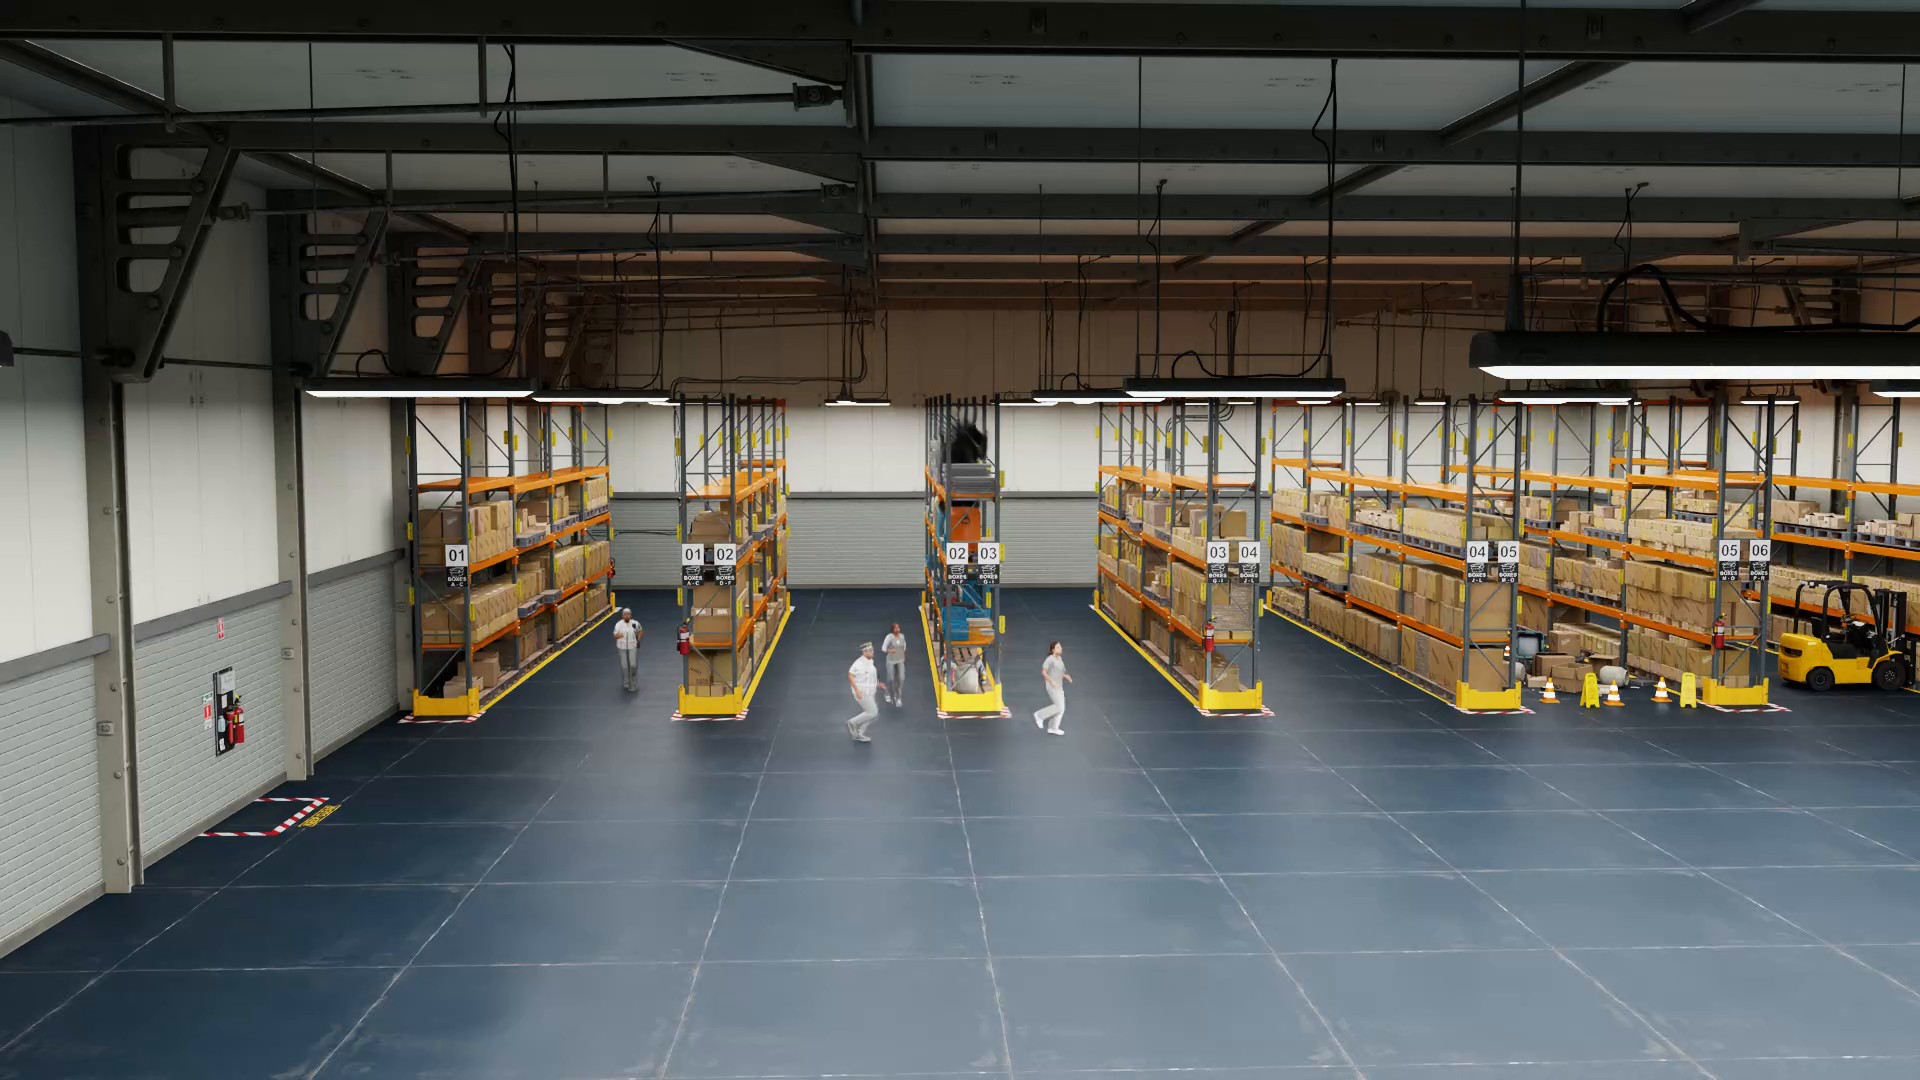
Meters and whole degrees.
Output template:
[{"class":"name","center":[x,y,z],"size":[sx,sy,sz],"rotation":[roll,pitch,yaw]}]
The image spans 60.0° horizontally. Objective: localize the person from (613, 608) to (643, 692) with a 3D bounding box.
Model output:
[{"class":"person","center":[-6.734,2.246,33.720],"size":[0.582,1.704,0.680],"rotation":[-1,5,-8]}]

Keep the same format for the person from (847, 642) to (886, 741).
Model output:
[{"class":"person","center":[-1.595,2.604,28.566],"size":[0.632,1.726,0.651],"rotation":[2,5,21]}]

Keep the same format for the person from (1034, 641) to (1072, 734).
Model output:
[{"class":"person","center":[1.655,2.598,29.355],"size":[0.605,1.638,0.560],"rotation":[2,5,29]}]

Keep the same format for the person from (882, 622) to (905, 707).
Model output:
[{"class":"person","center":[-1.263,2.397,32.098],"size":[0.530,1.642,0.693],"rotation":[-2,5,-19]}]
